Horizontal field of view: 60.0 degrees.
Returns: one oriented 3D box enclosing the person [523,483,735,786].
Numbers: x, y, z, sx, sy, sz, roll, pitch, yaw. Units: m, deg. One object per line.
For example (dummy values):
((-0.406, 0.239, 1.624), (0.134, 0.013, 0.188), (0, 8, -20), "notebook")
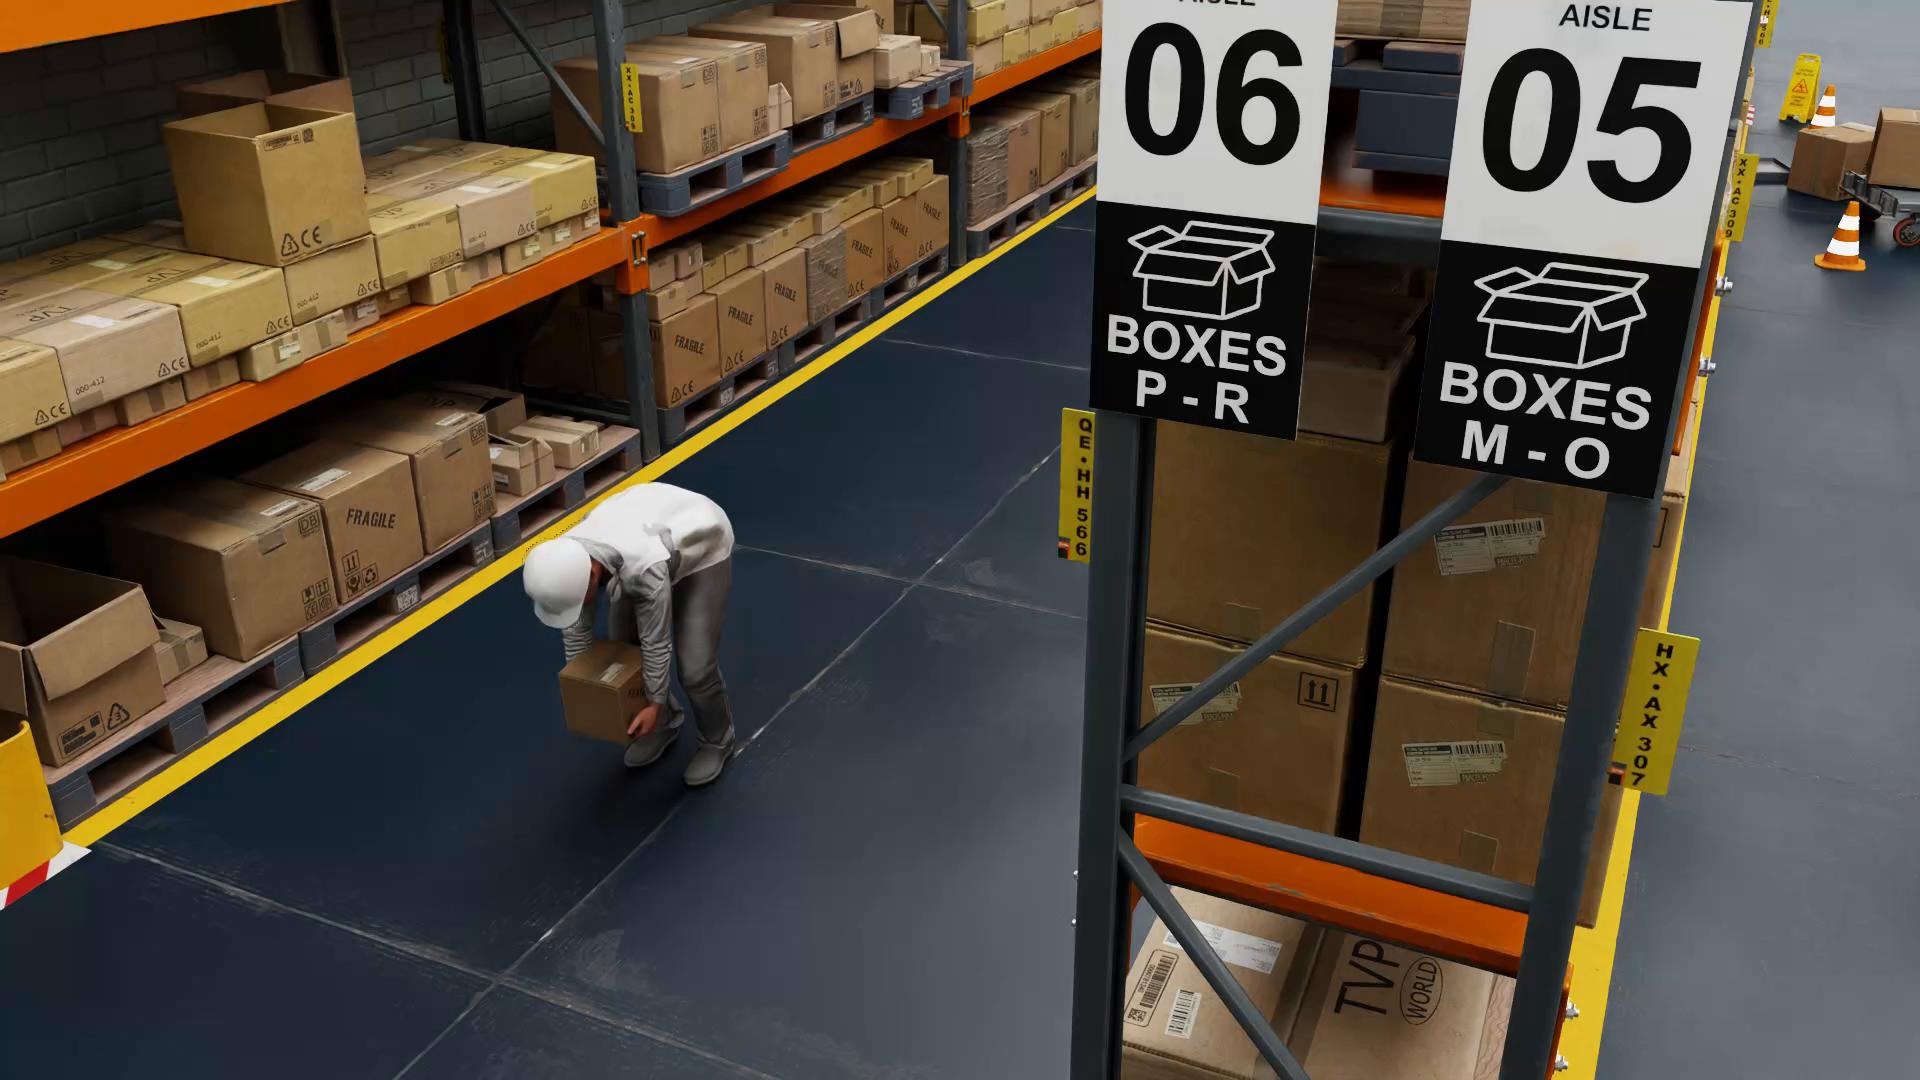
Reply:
((-1.161, 0.397, 5.923), (0.460, 1.202, 0.994), (10, 28, 20), "person")
